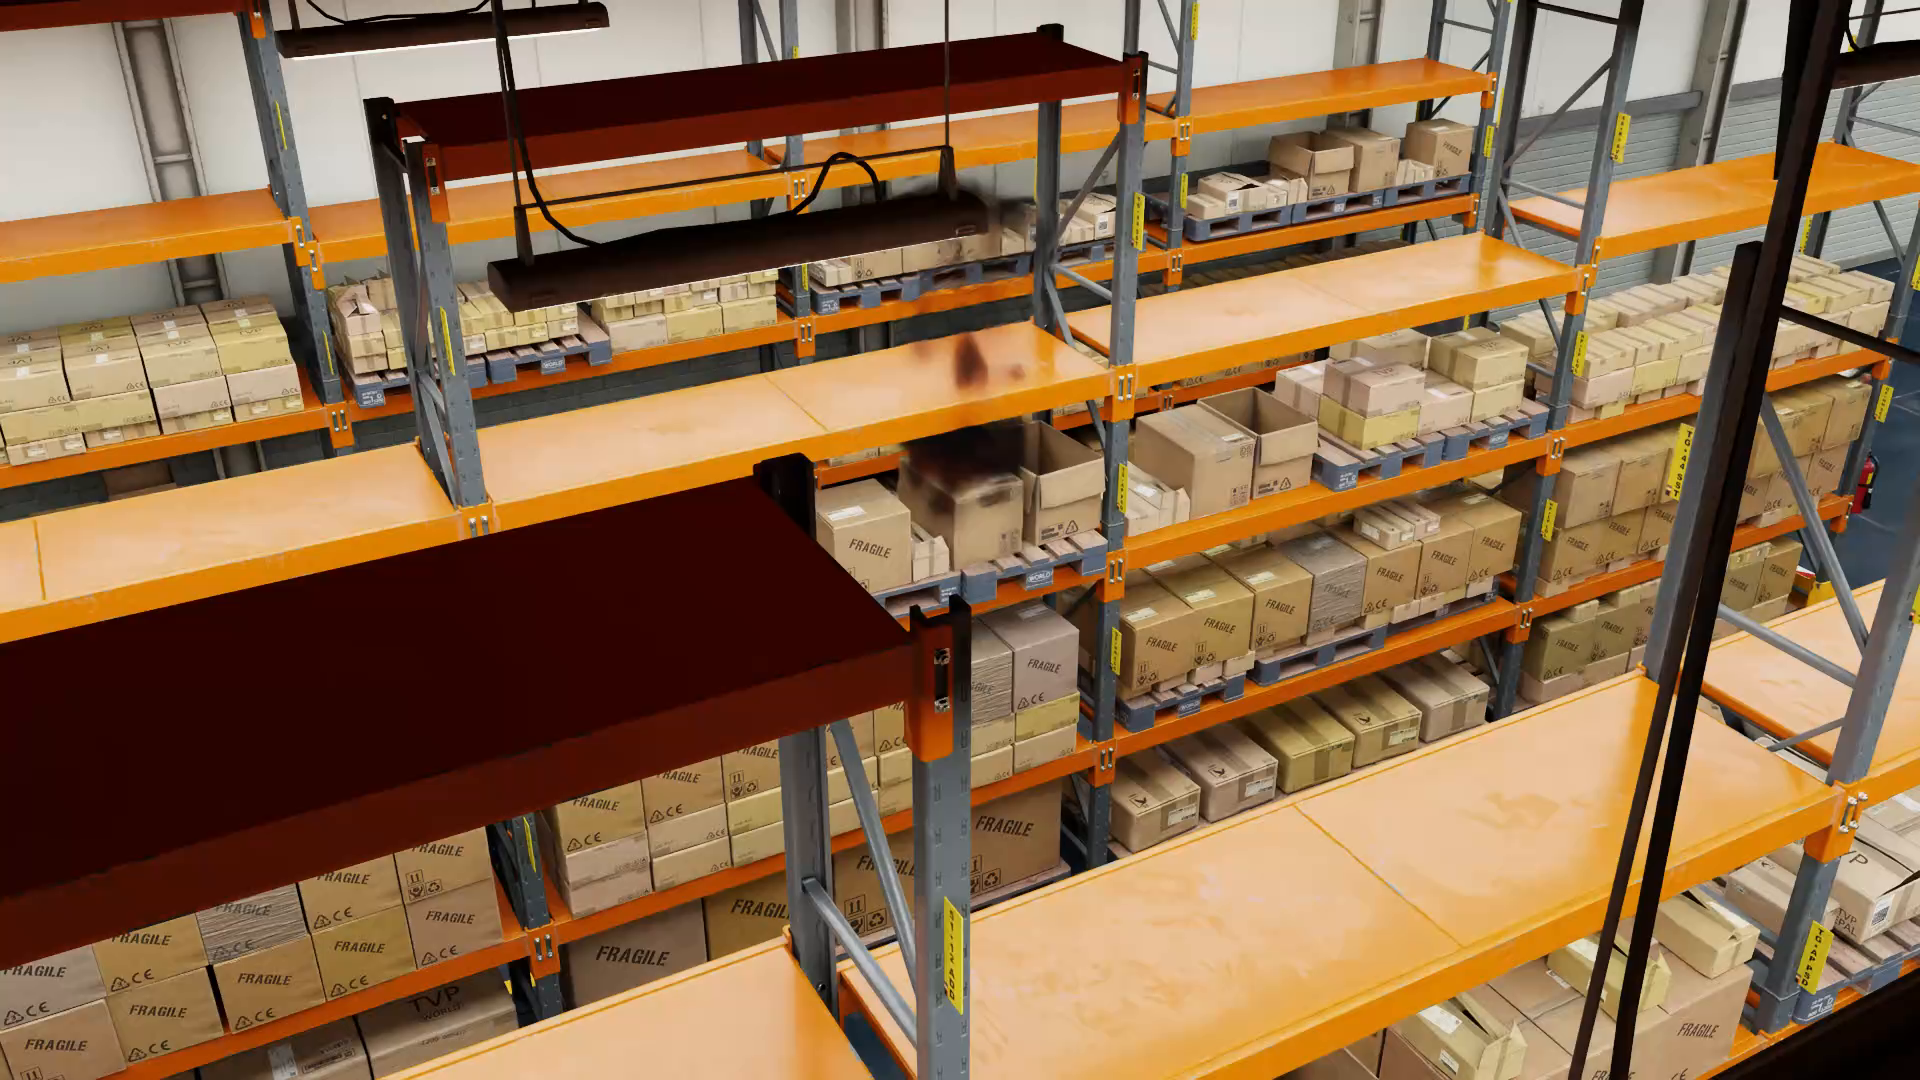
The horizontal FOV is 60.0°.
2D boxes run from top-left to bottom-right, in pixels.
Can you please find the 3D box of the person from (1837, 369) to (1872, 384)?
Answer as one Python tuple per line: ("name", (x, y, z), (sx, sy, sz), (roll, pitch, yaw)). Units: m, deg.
("person", (9.430, -1.524, 18.135), (1.028, 1.720, 0.707), (-17, 32, -29))
